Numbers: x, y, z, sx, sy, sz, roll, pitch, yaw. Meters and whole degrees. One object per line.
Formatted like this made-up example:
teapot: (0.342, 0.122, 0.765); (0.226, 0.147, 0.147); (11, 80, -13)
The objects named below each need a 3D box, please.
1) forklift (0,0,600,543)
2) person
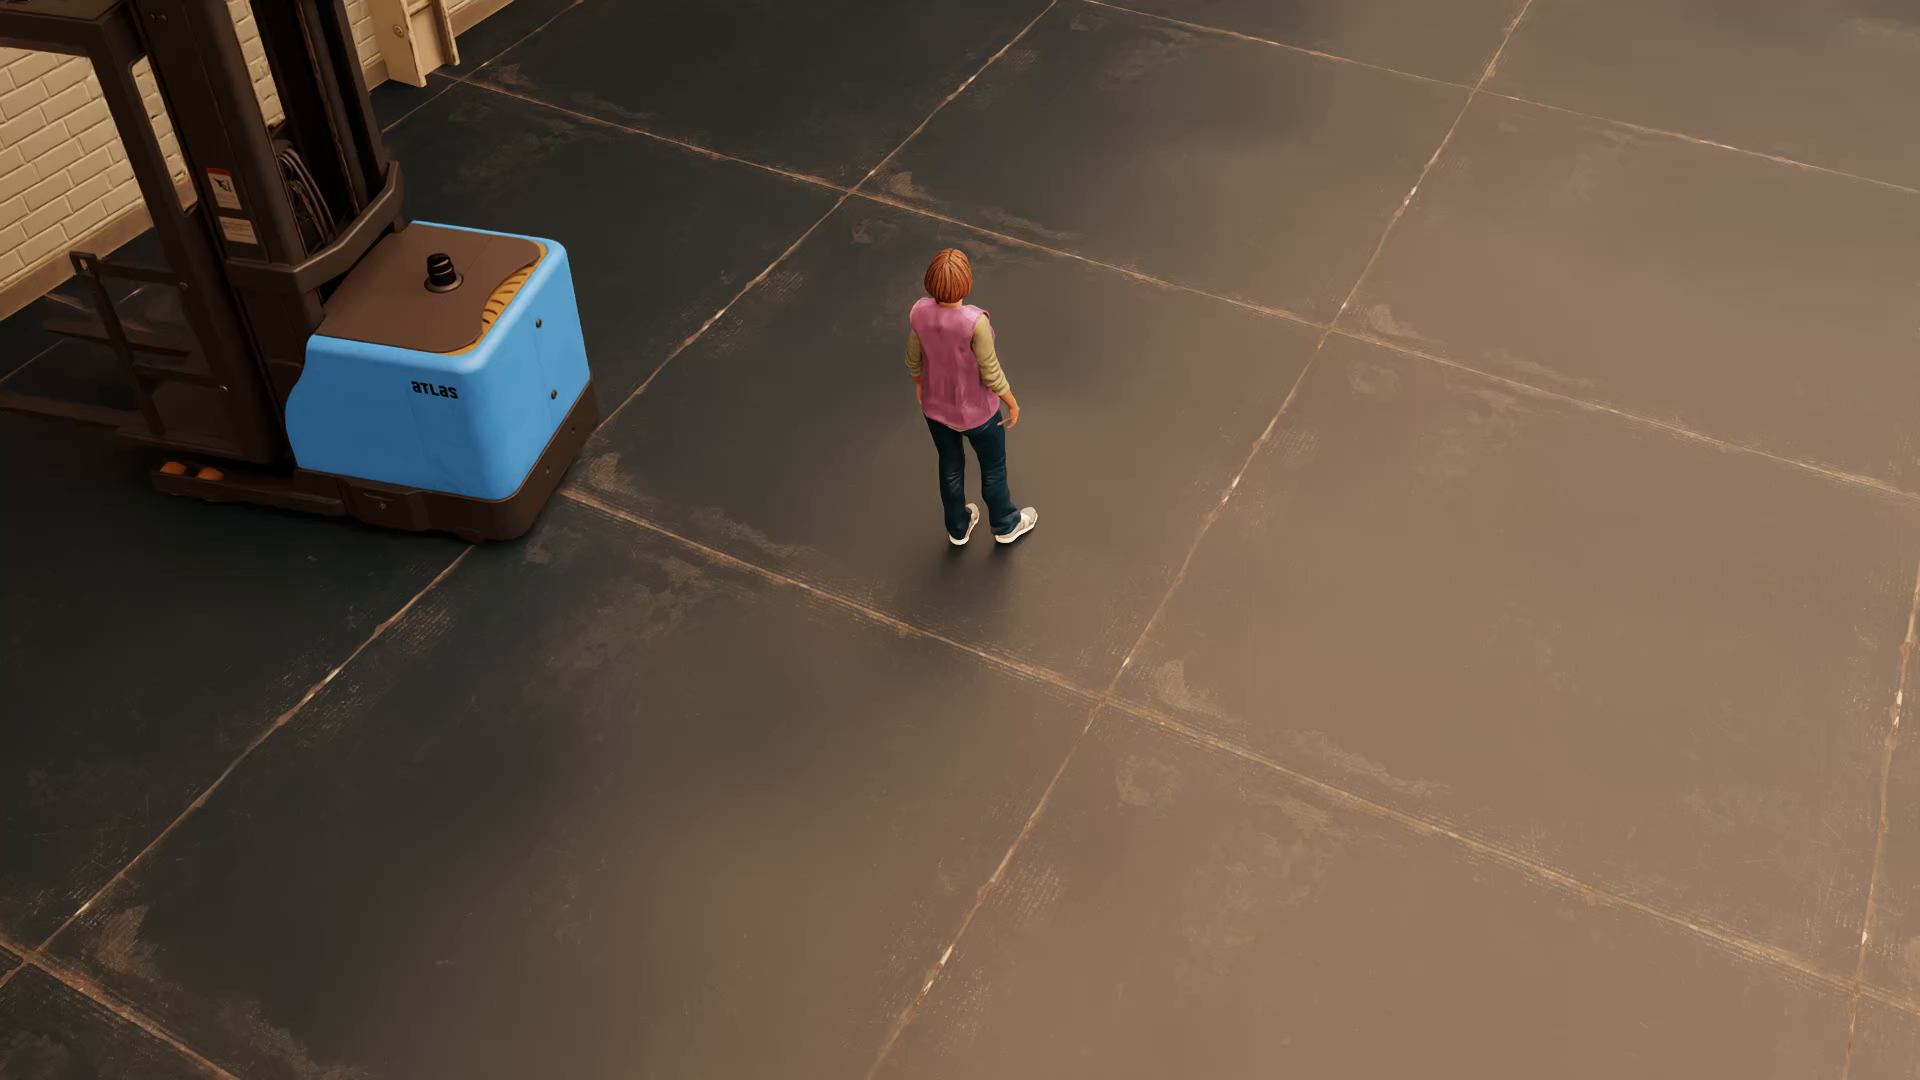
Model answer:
forklift: (-3.381, -1.590, 7.341); (3.031, 2.935, 1.130); (9, 44, 10)
person: (0.047, -0.628, 7.282); (0.520, 1.599, 0.473); (20, 47, 20)
